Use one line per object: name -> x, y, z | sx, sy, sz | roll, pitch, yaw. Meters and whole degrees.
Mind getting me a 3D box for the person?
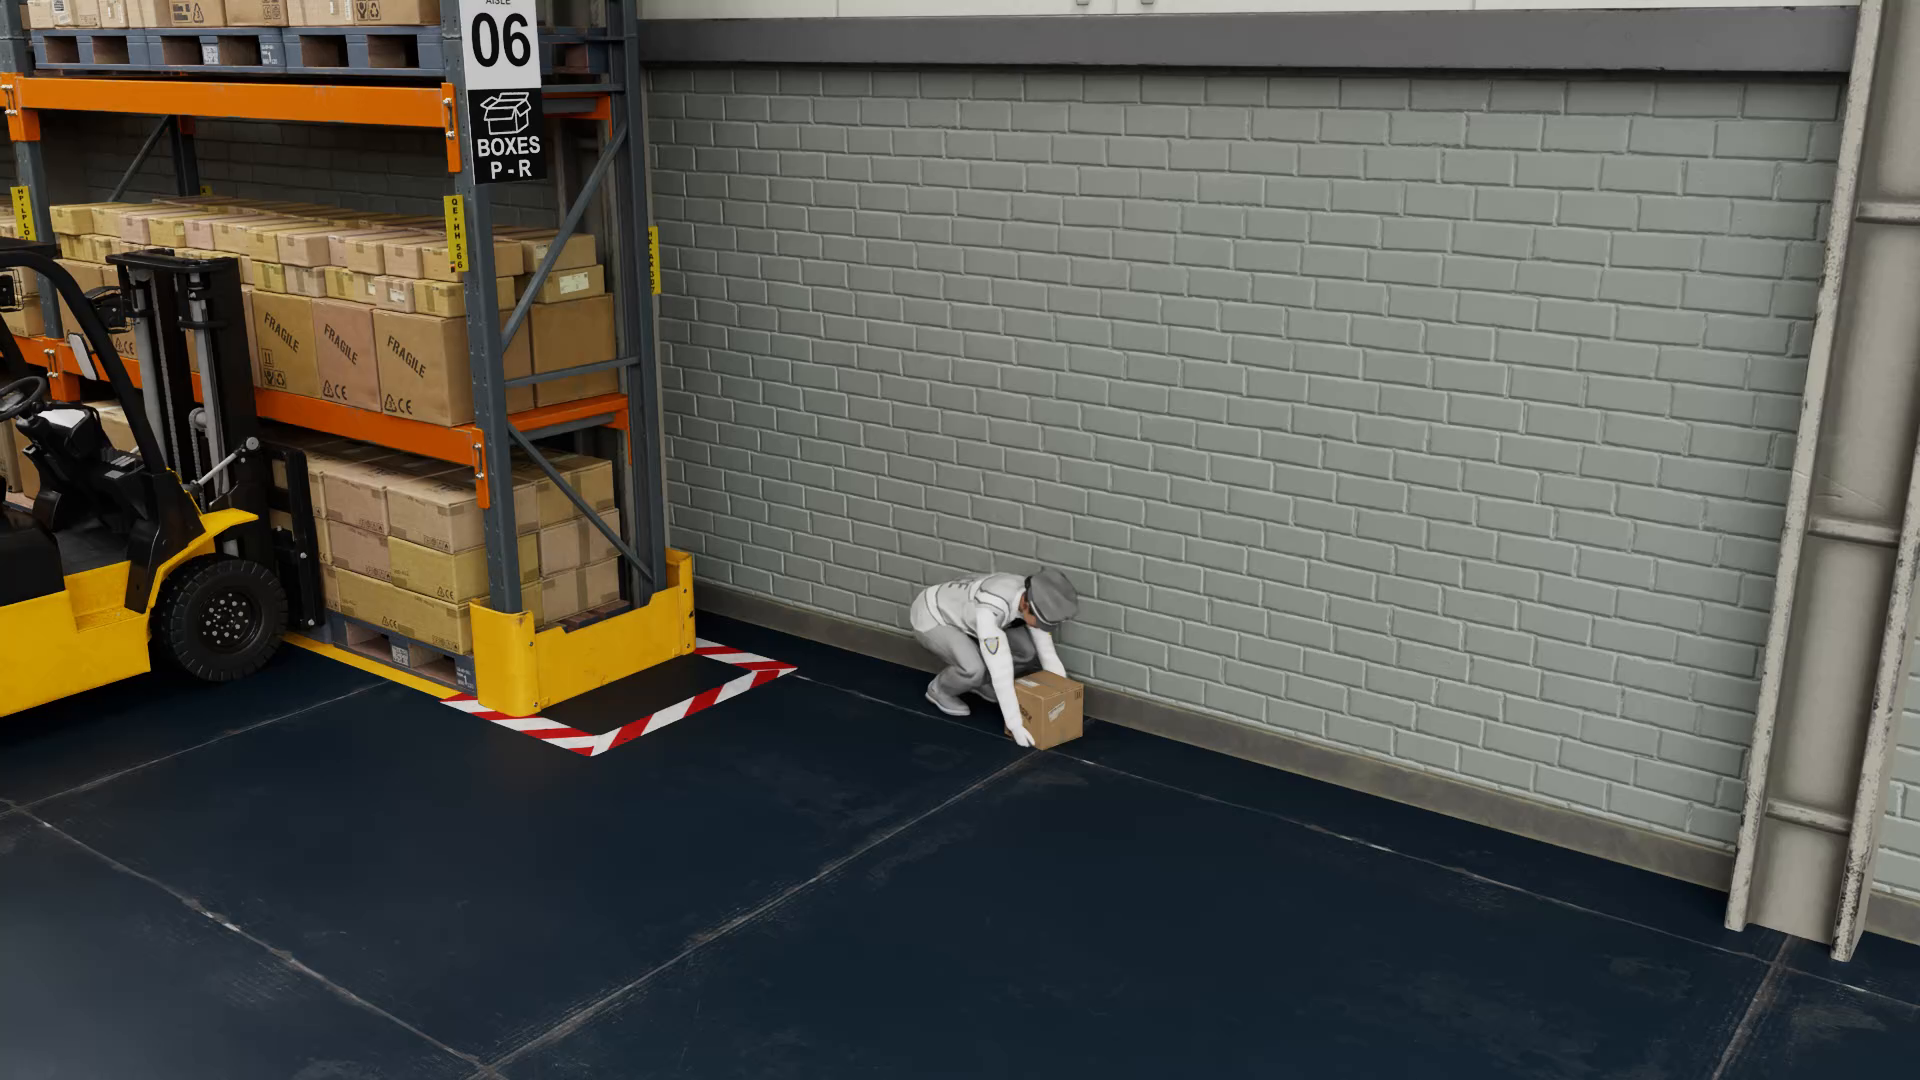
person -> 0.159, 0.477, 7.657 | 0.473, 0.832, 0.893 | -14, 22, -39
